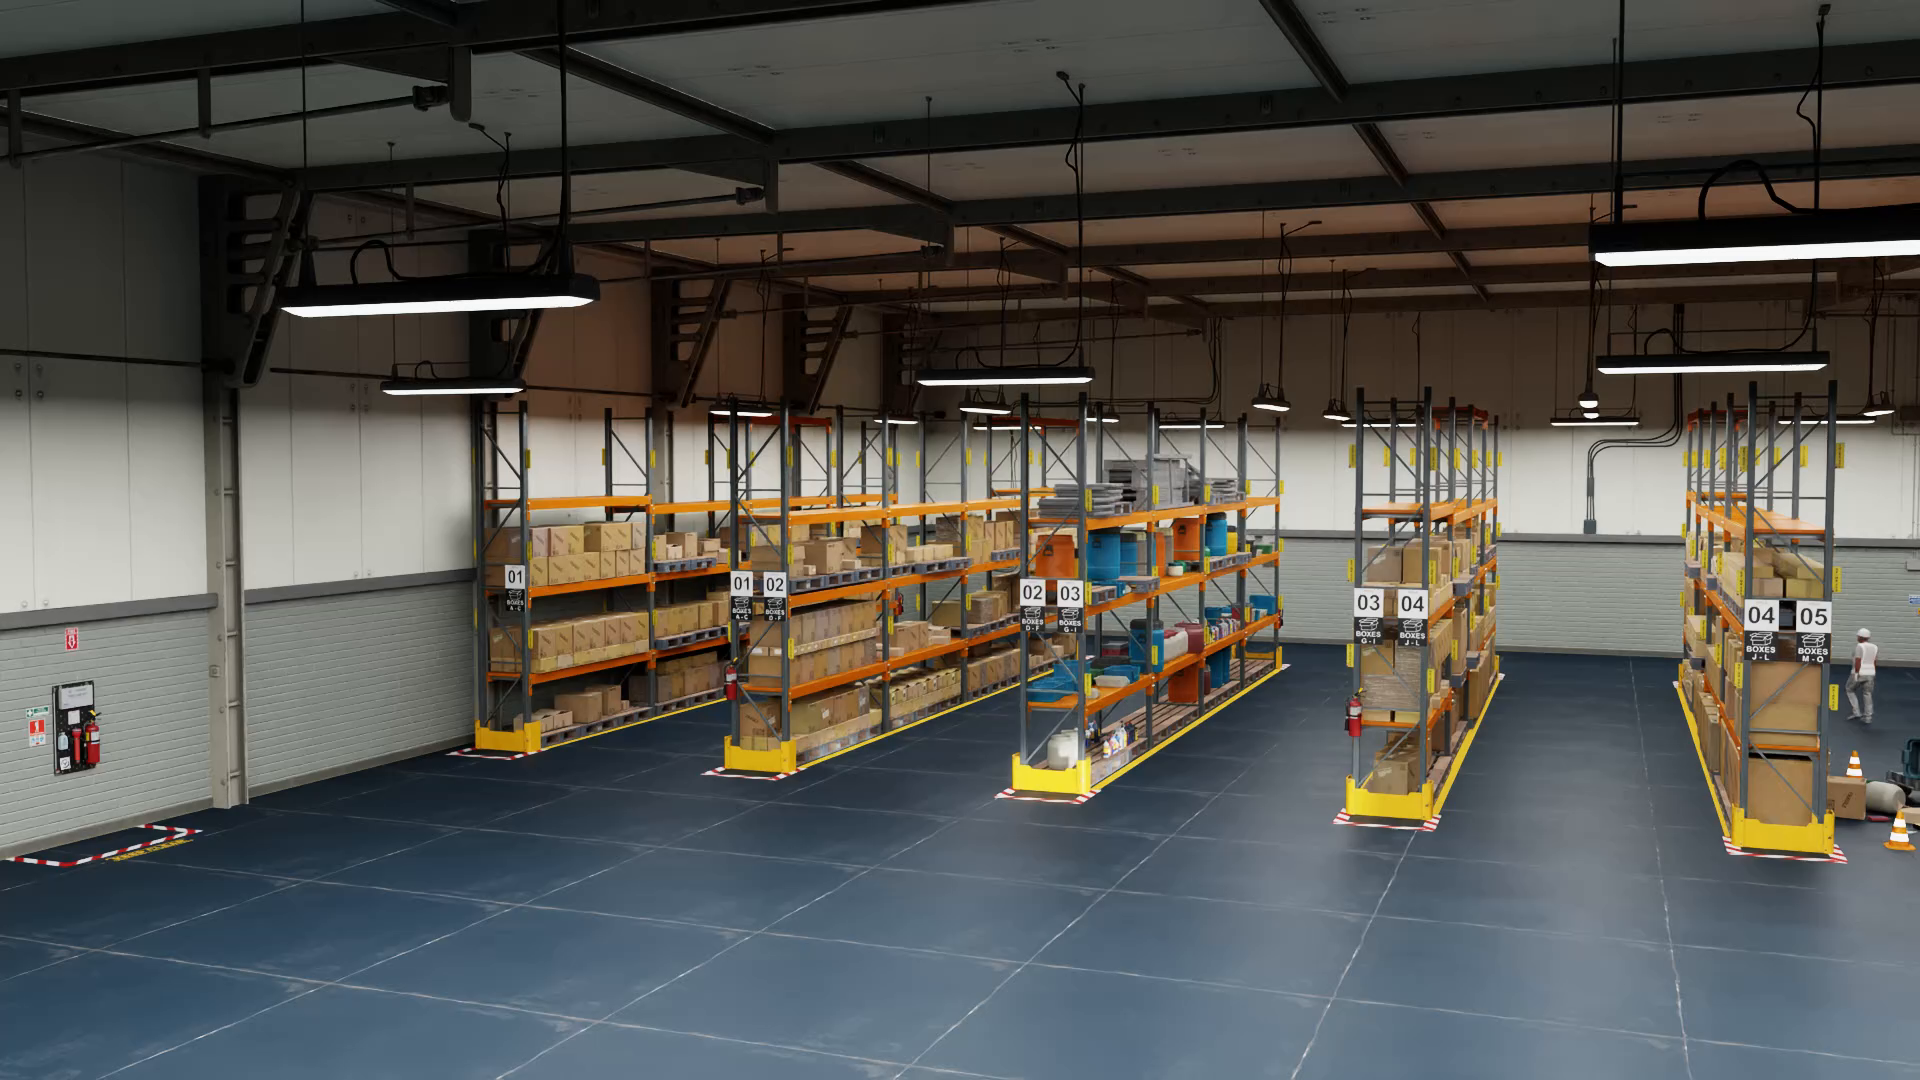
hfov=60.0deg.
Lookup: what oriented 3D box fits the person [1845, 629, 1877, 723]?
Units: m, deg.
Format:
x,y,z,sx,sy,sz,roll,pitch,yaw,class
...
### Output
x,y,z,sx,sy,sz,roll,pitch,yaw,class
17.135,2.563,31.507,0.546,1.762,0.512,0,3,0,person
